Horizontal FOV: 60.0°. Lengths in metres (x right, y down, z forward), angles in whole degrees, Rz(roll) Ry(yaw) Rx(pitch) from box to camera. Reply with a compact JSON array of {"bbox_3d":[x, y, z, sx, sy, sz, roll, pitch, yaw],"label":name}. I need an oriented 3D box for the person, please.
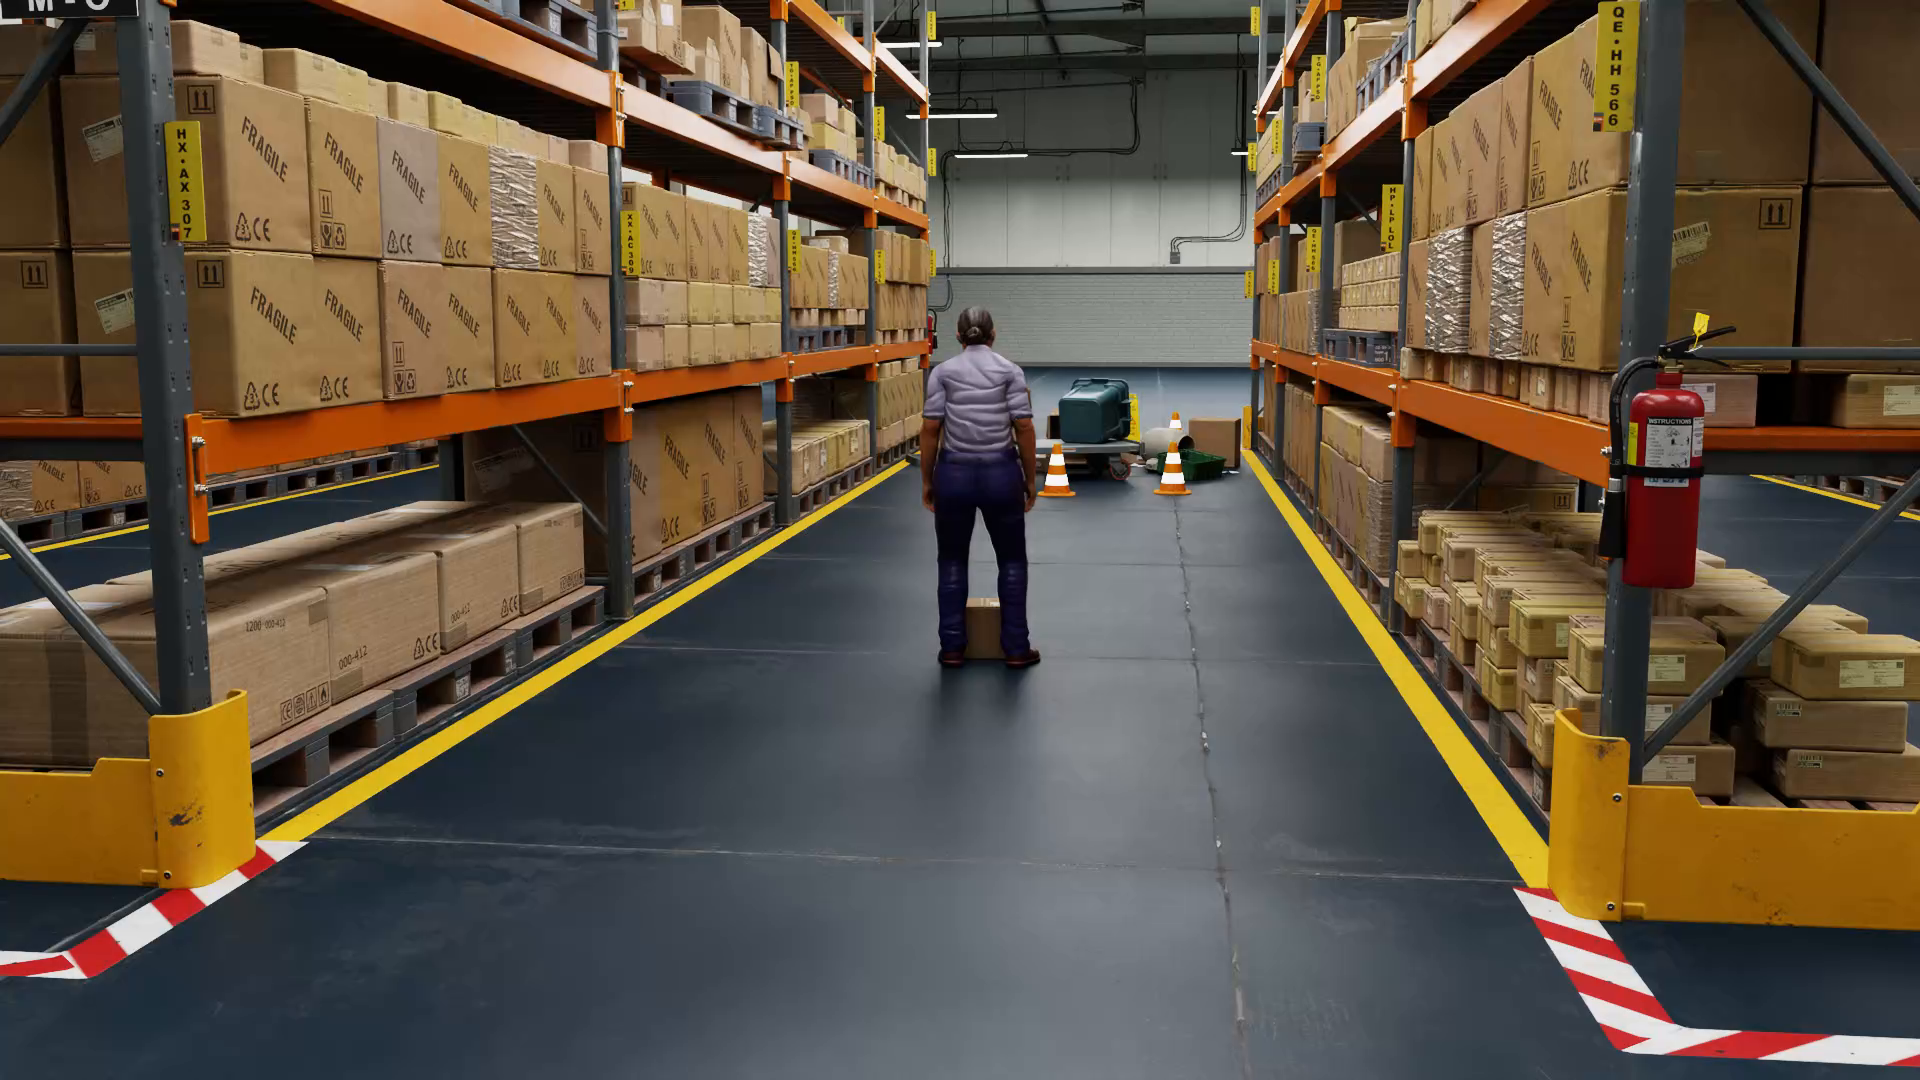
[{"bbox_3d":[0.095,-0.242,7.614,0.552,1.652,0.367,1,8,5],"label":"person"}]
